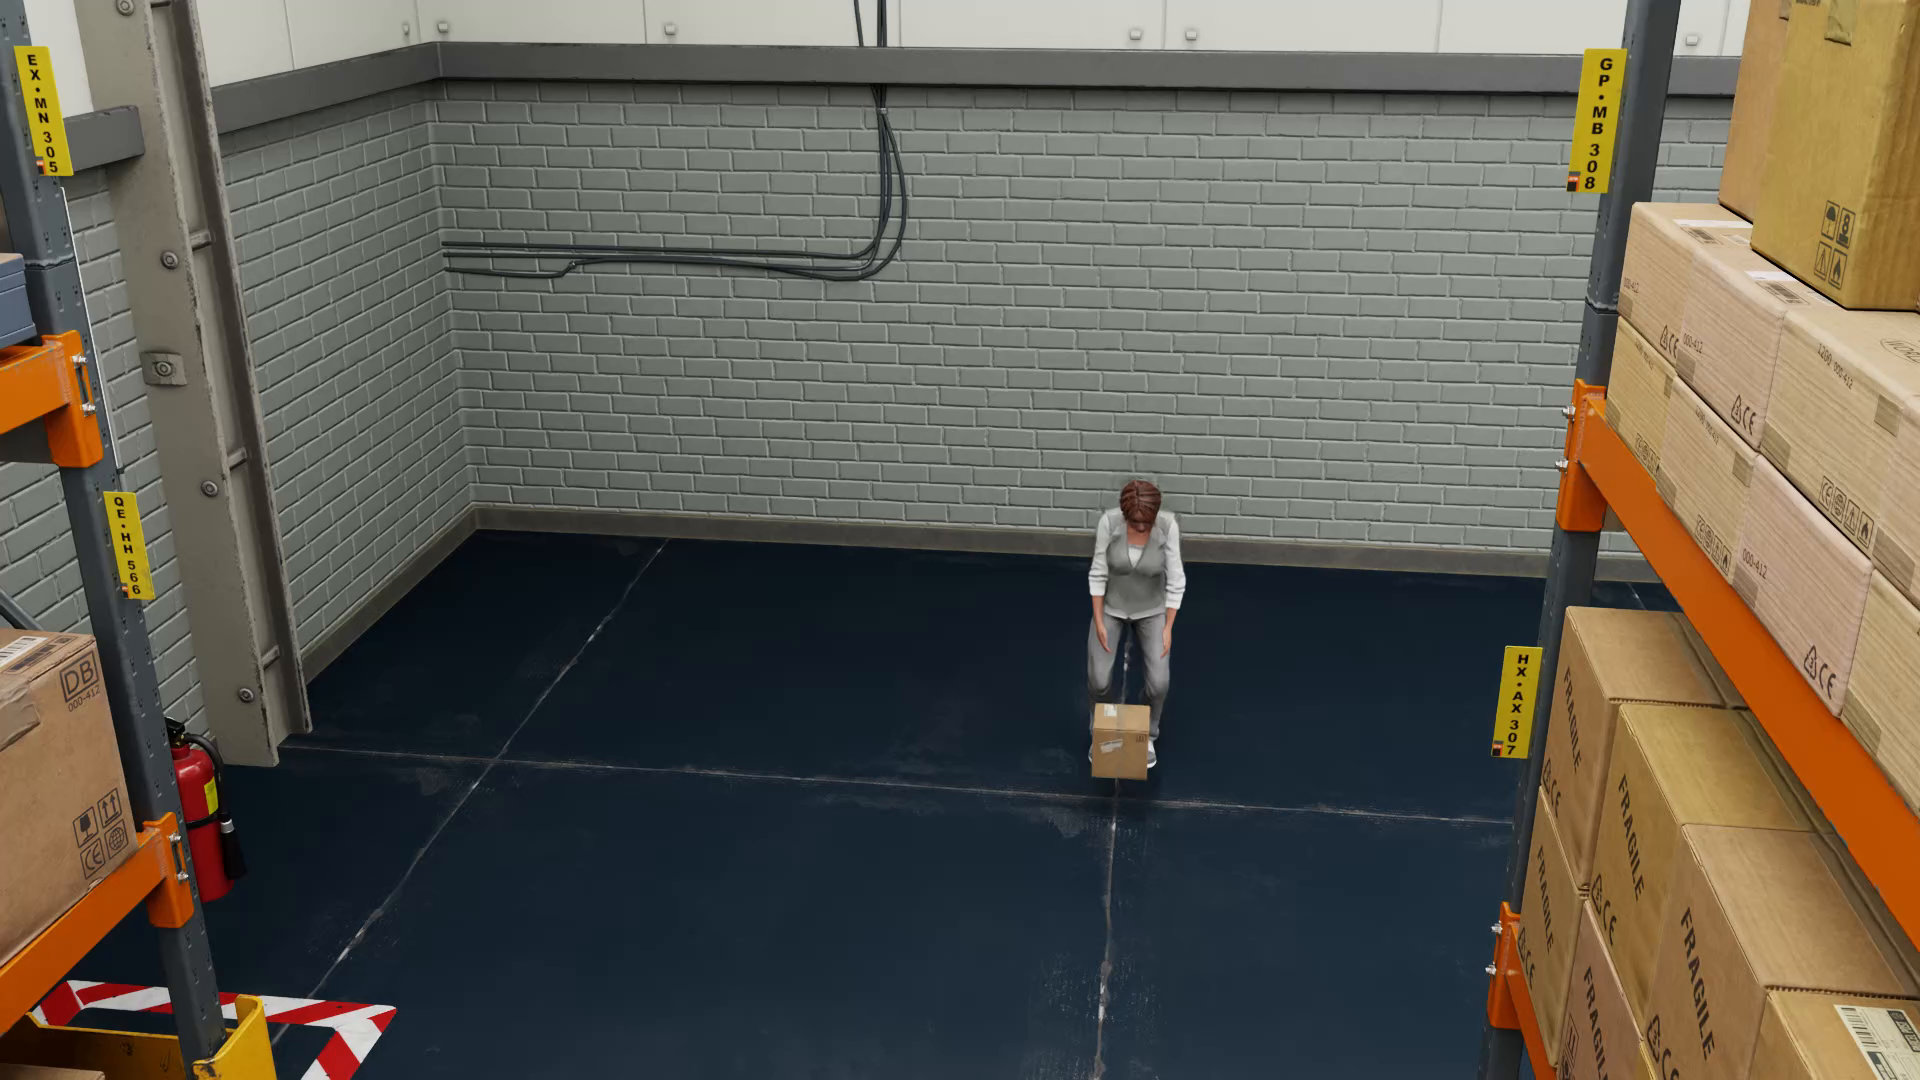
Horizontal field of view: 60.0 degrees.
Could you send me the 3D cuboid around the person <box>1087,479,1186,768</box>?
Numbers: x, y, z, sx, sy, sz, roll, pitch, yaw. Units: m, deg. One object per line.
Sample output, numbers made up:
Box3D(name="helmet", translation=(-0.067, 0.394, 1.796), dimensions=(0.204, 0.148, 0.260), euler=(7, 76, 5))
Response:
Box3D(name="person", translation=(0.825, 0.382, 7.822), dimensions=(0.447, 1.467, 0.497), euler=(3, 22, 7))
